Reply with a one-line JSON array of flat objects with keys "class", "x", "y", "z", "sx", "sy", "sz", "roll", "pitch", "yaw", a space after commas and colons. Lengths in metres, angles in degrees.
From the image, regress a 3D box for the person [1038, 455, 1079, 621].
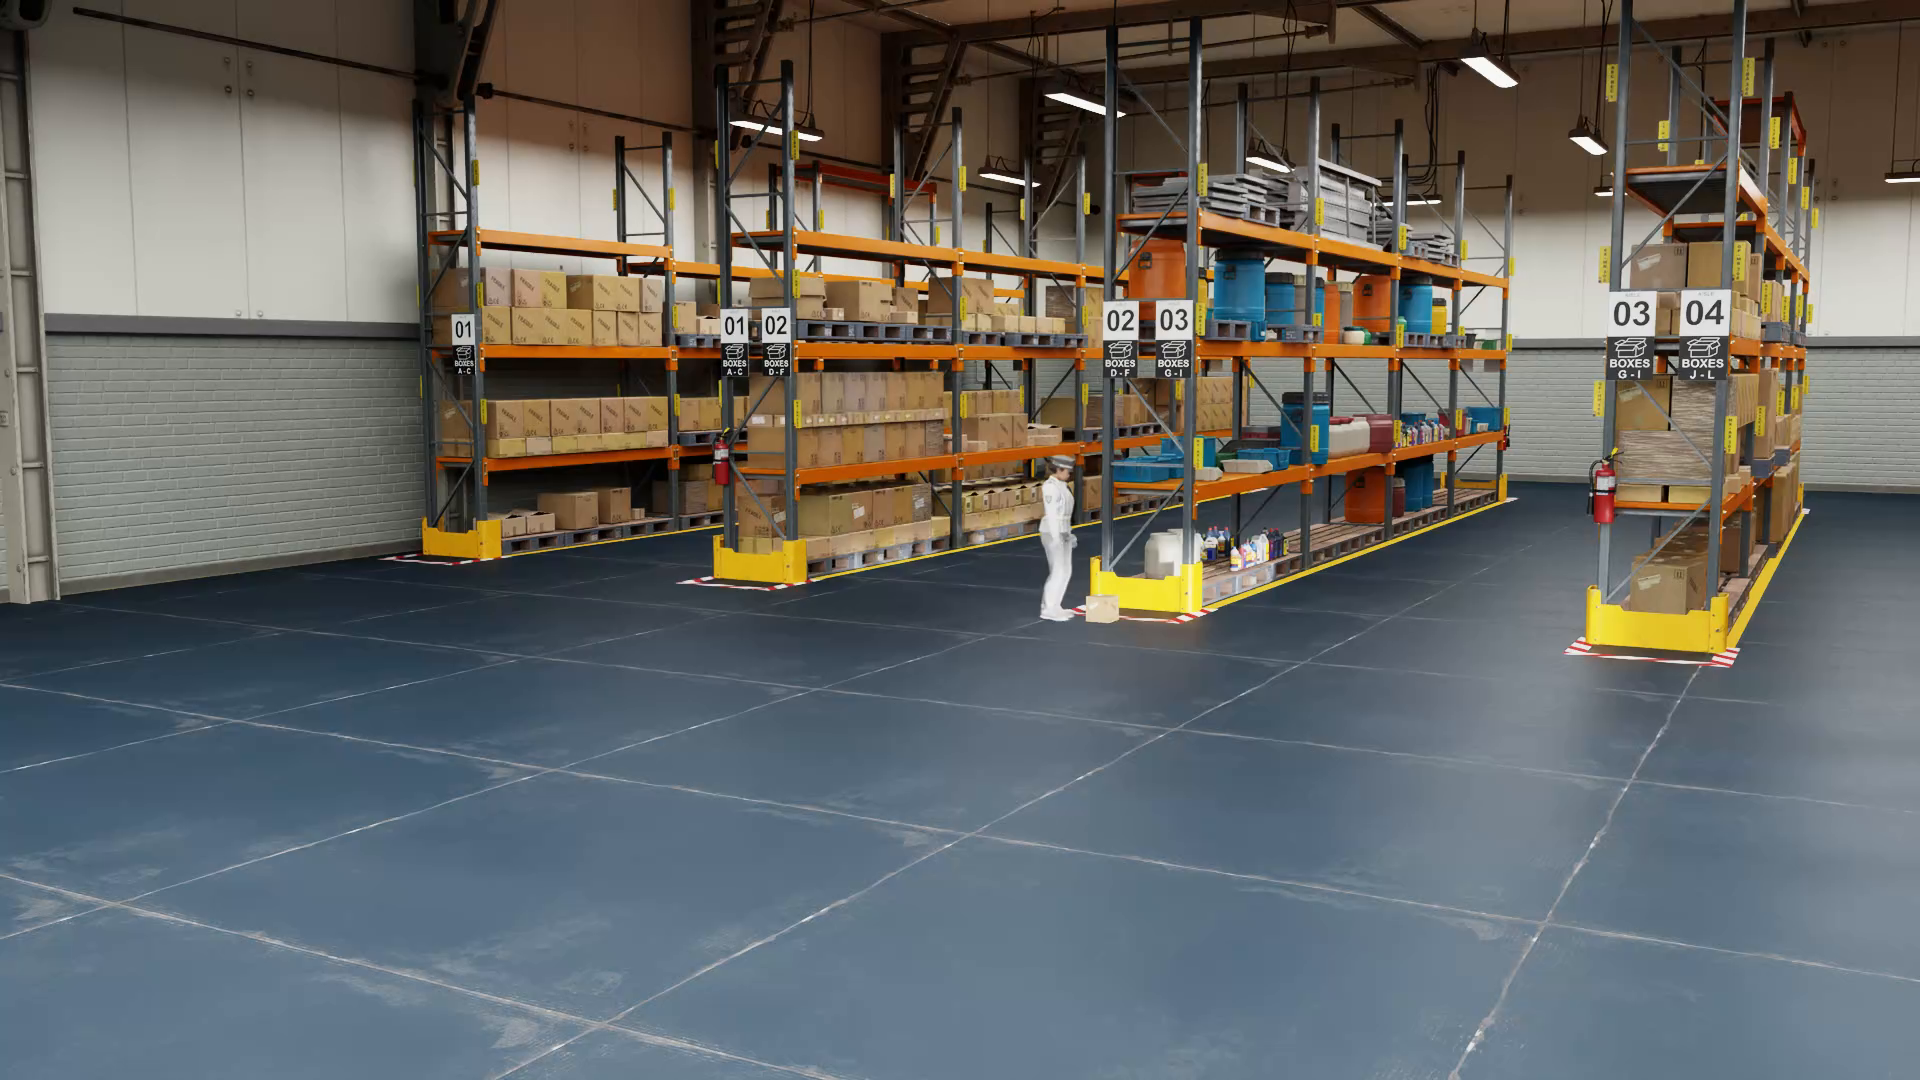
[{"class": "person", "x": 0.997, "y": -0.027, "z": 16.733, "sx": 0.381, "sy": 1.651, "sz": 0.485, "roll": 3, "pitch": 7, "yaw": 23}]
